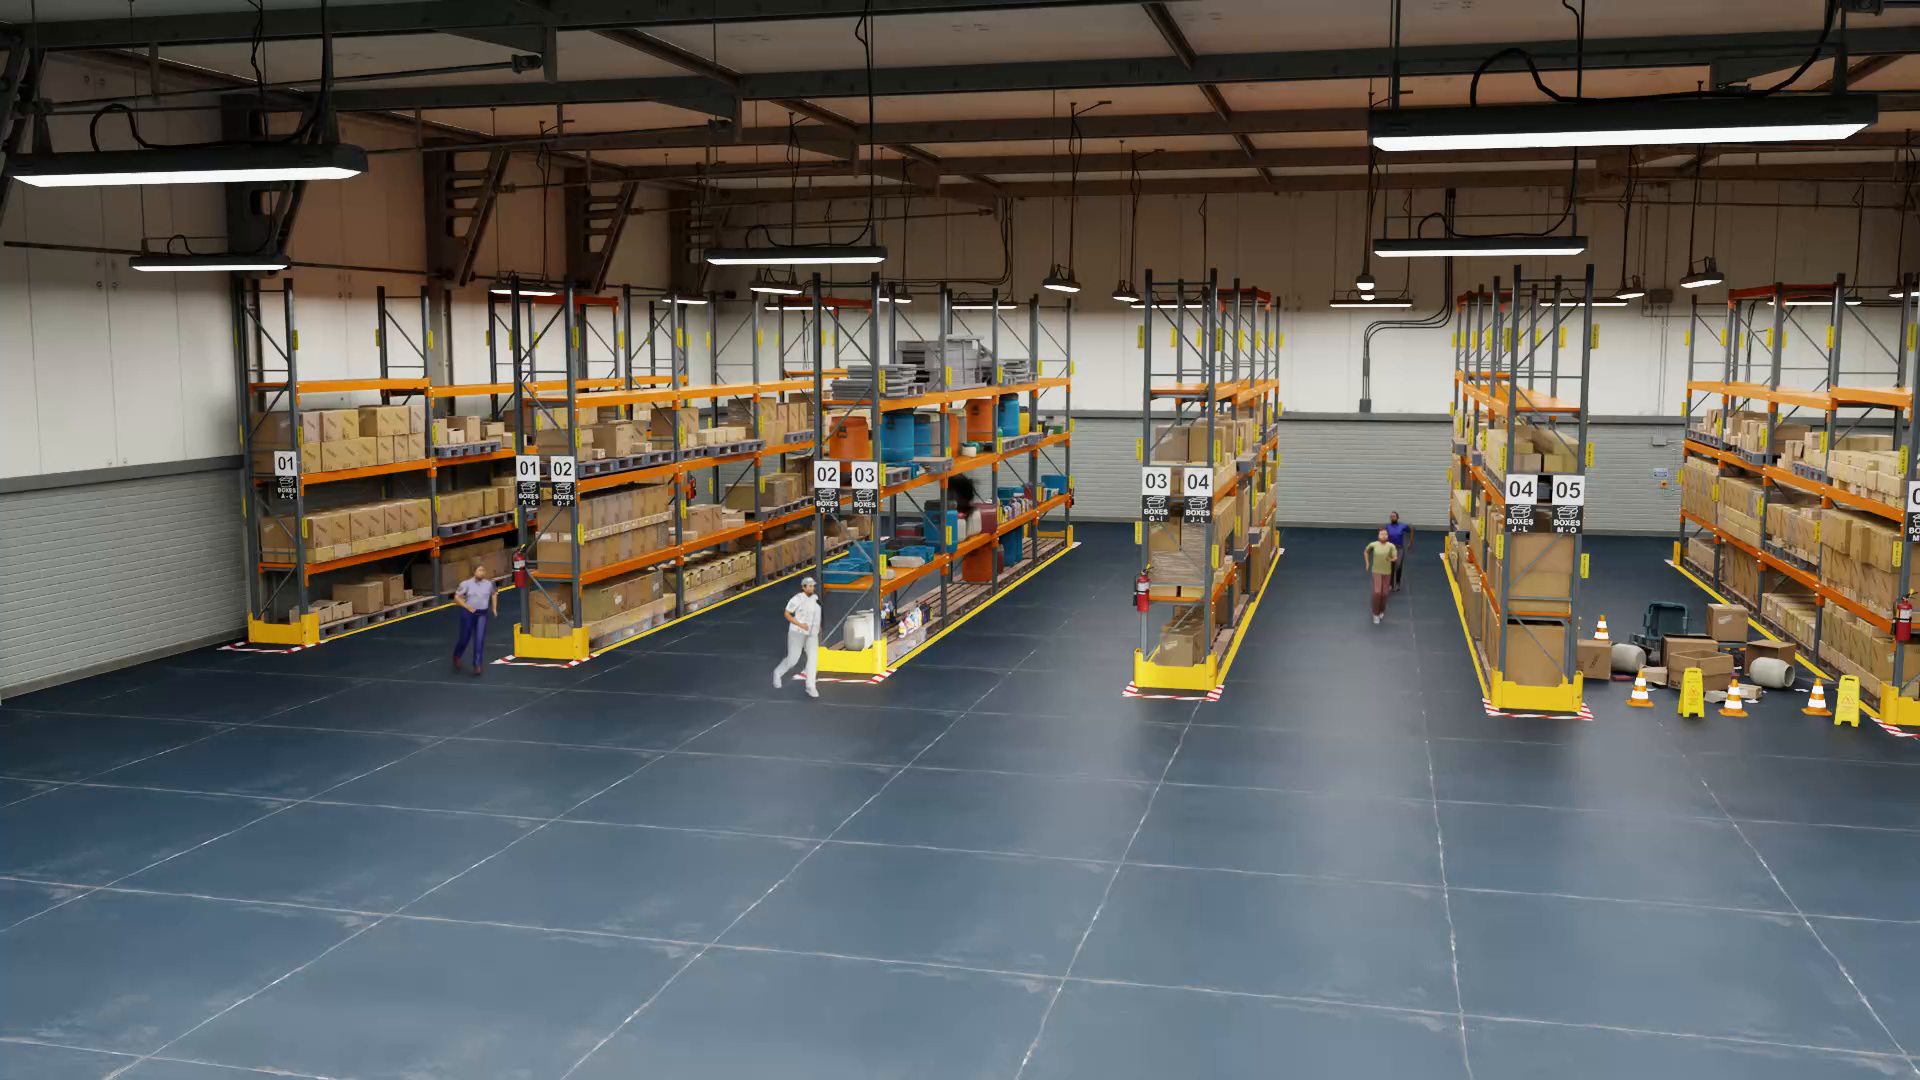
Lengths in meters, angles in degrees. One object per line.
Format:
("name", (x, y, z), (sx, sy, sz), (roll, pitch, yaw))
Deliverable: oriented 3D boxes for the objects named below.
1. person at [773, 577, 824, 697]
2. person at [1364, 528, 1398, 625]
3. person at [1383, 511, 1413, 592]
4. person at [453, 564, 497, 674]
("person", (-2.204, 1.355, 23.701), (0.691, 1.630, 0.926), (-6, 9, -39))
("person", (7.496, 0.633, 29.588), (0.543, 1.719, 0.723), (0, 7, 4))
("person", (8.653, 0.237, 32.974), (0.587, 1.595, 0.815), (3, 7, 21))
("person", (-7.320, 1.164, 25.233), (0.673, 1.607, 0.905), (-4, 8, -28))
